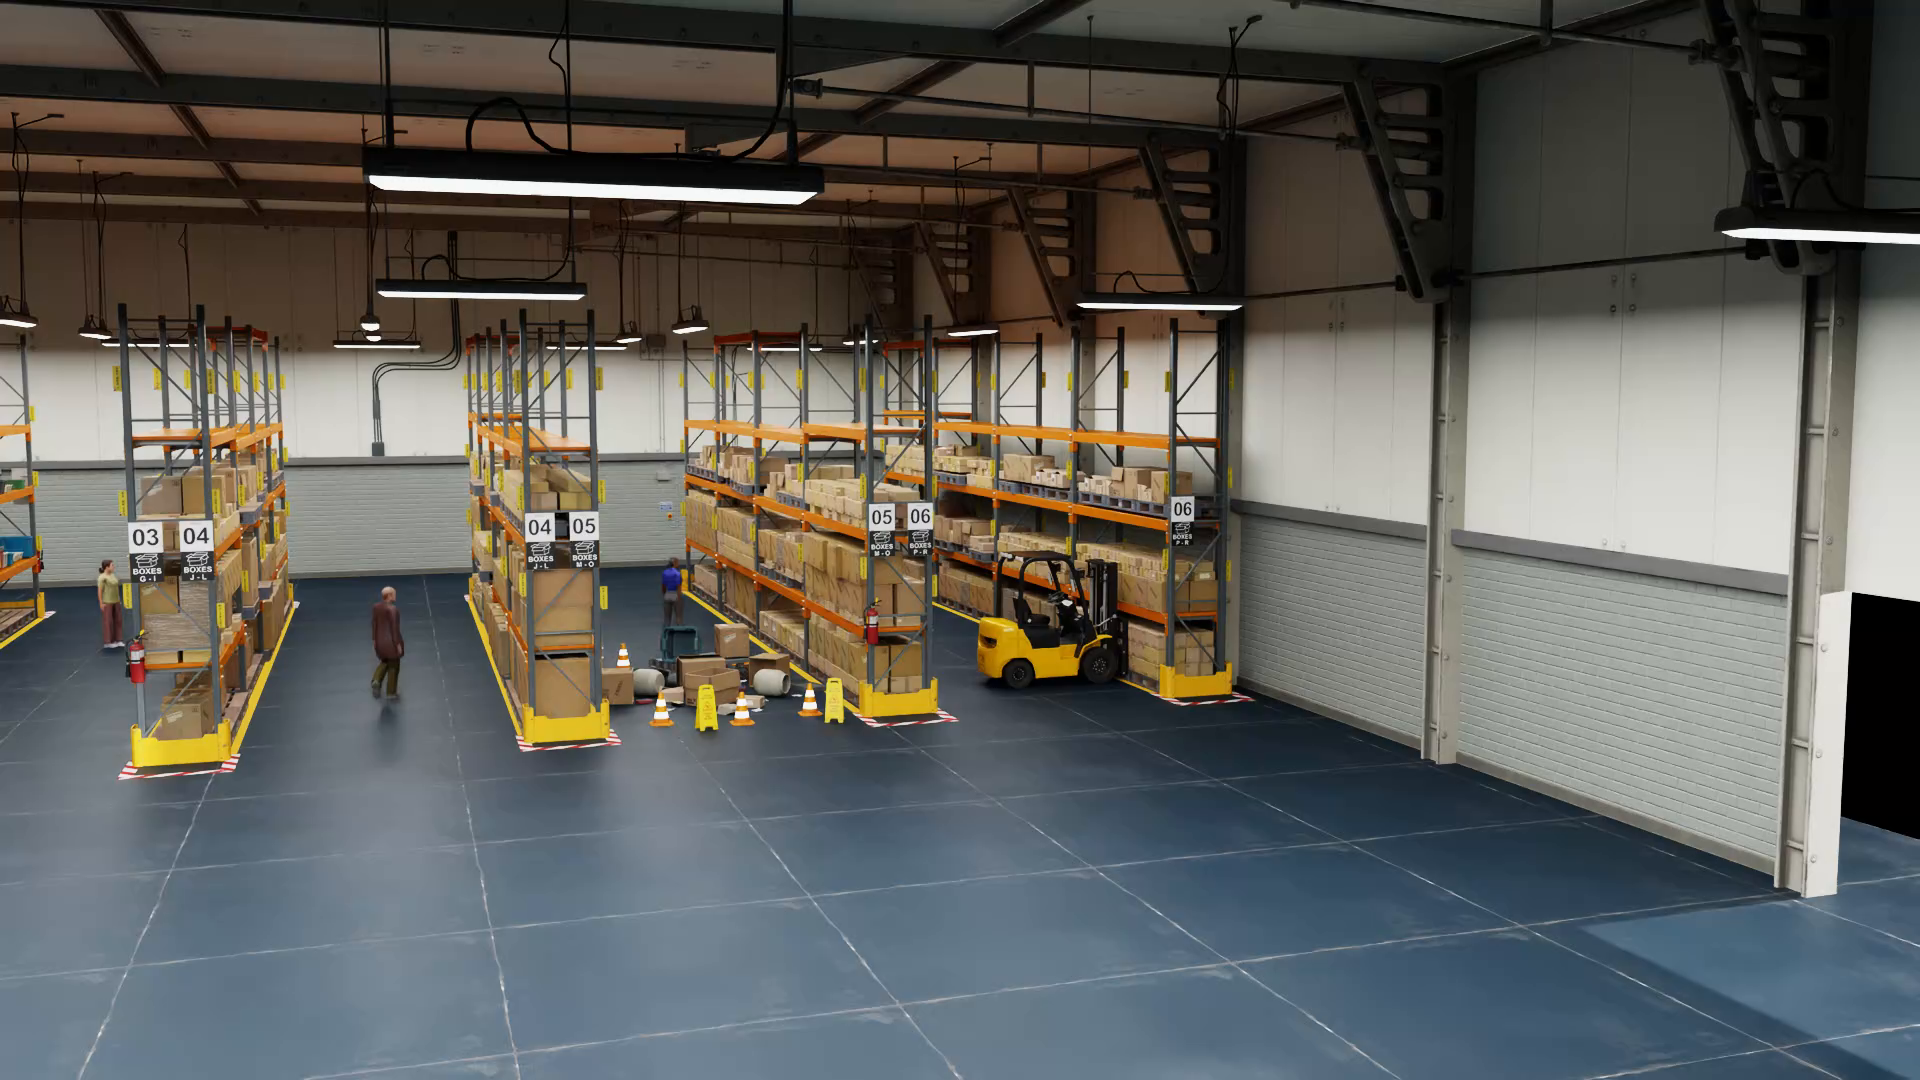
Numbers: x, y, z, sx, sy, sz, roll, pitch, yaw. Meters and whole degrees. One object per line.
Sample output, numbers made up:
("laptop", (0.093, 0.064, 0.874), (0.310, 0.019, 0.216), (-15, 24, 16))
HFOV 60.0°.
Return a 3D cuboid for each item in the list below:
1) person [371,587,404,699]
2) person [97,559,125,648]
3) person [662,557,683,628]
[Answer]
("person", (-9.041, 1.622, 26.164), (0.575, 1.774, 0.602), (1, 6, 15))
("person", (-16.039, 1.202, 31.426), (0.397, 1.692, 0.530), (2, 6, 22))
("person", (-5.520, 1.153, 31.985), (0.454, 1.655, 0.478), (1, 5, 8))
